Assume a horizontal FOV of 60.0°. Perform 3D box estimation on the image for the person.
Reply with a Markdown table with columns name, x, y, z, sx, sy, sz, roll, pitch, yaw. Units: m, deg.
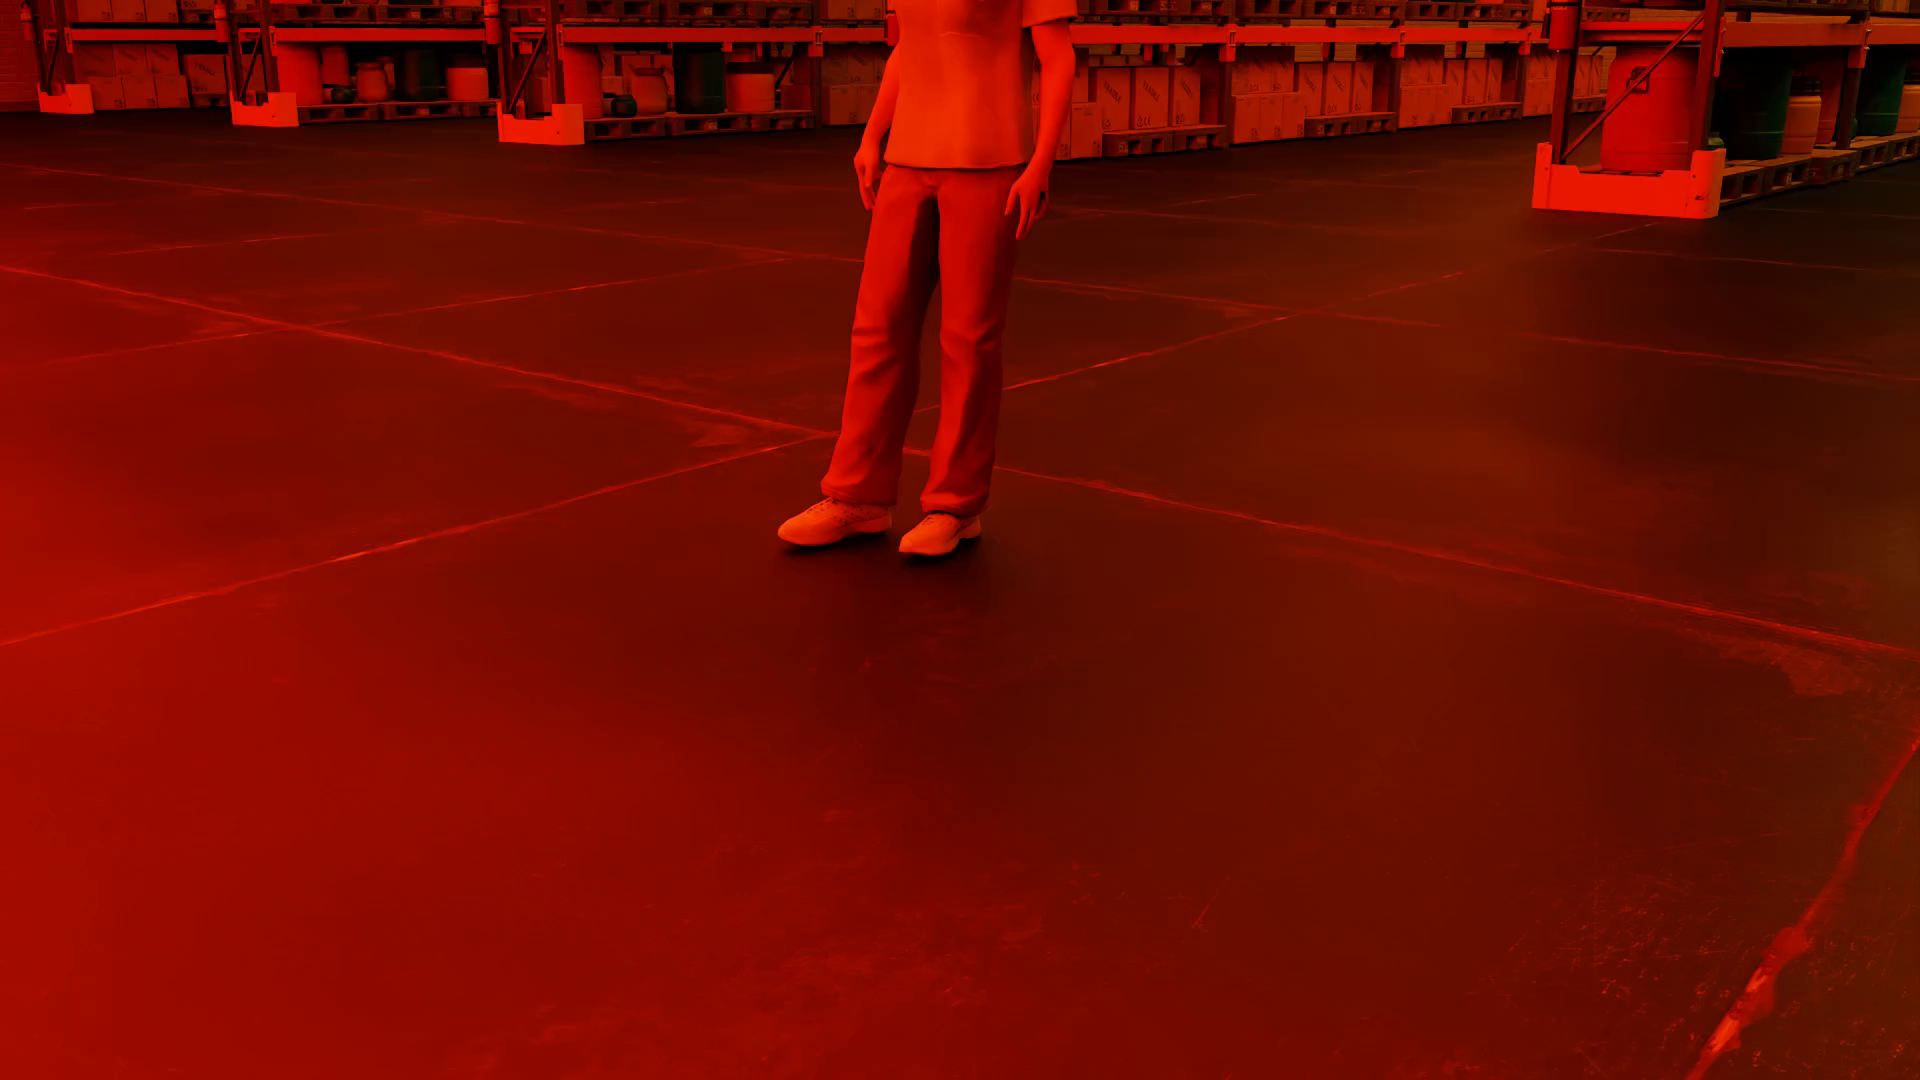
| name | x | y | z | sx | sy | sz | roll | pitch | yaw |
| --- | --- | --- | --- | --- | --- | --- | --- | --- | --- |
| person | -0.056 | -0.794 | 3.649 | 0.553 | 1.675 | 0.549 | 13 | 21 | 37 |
